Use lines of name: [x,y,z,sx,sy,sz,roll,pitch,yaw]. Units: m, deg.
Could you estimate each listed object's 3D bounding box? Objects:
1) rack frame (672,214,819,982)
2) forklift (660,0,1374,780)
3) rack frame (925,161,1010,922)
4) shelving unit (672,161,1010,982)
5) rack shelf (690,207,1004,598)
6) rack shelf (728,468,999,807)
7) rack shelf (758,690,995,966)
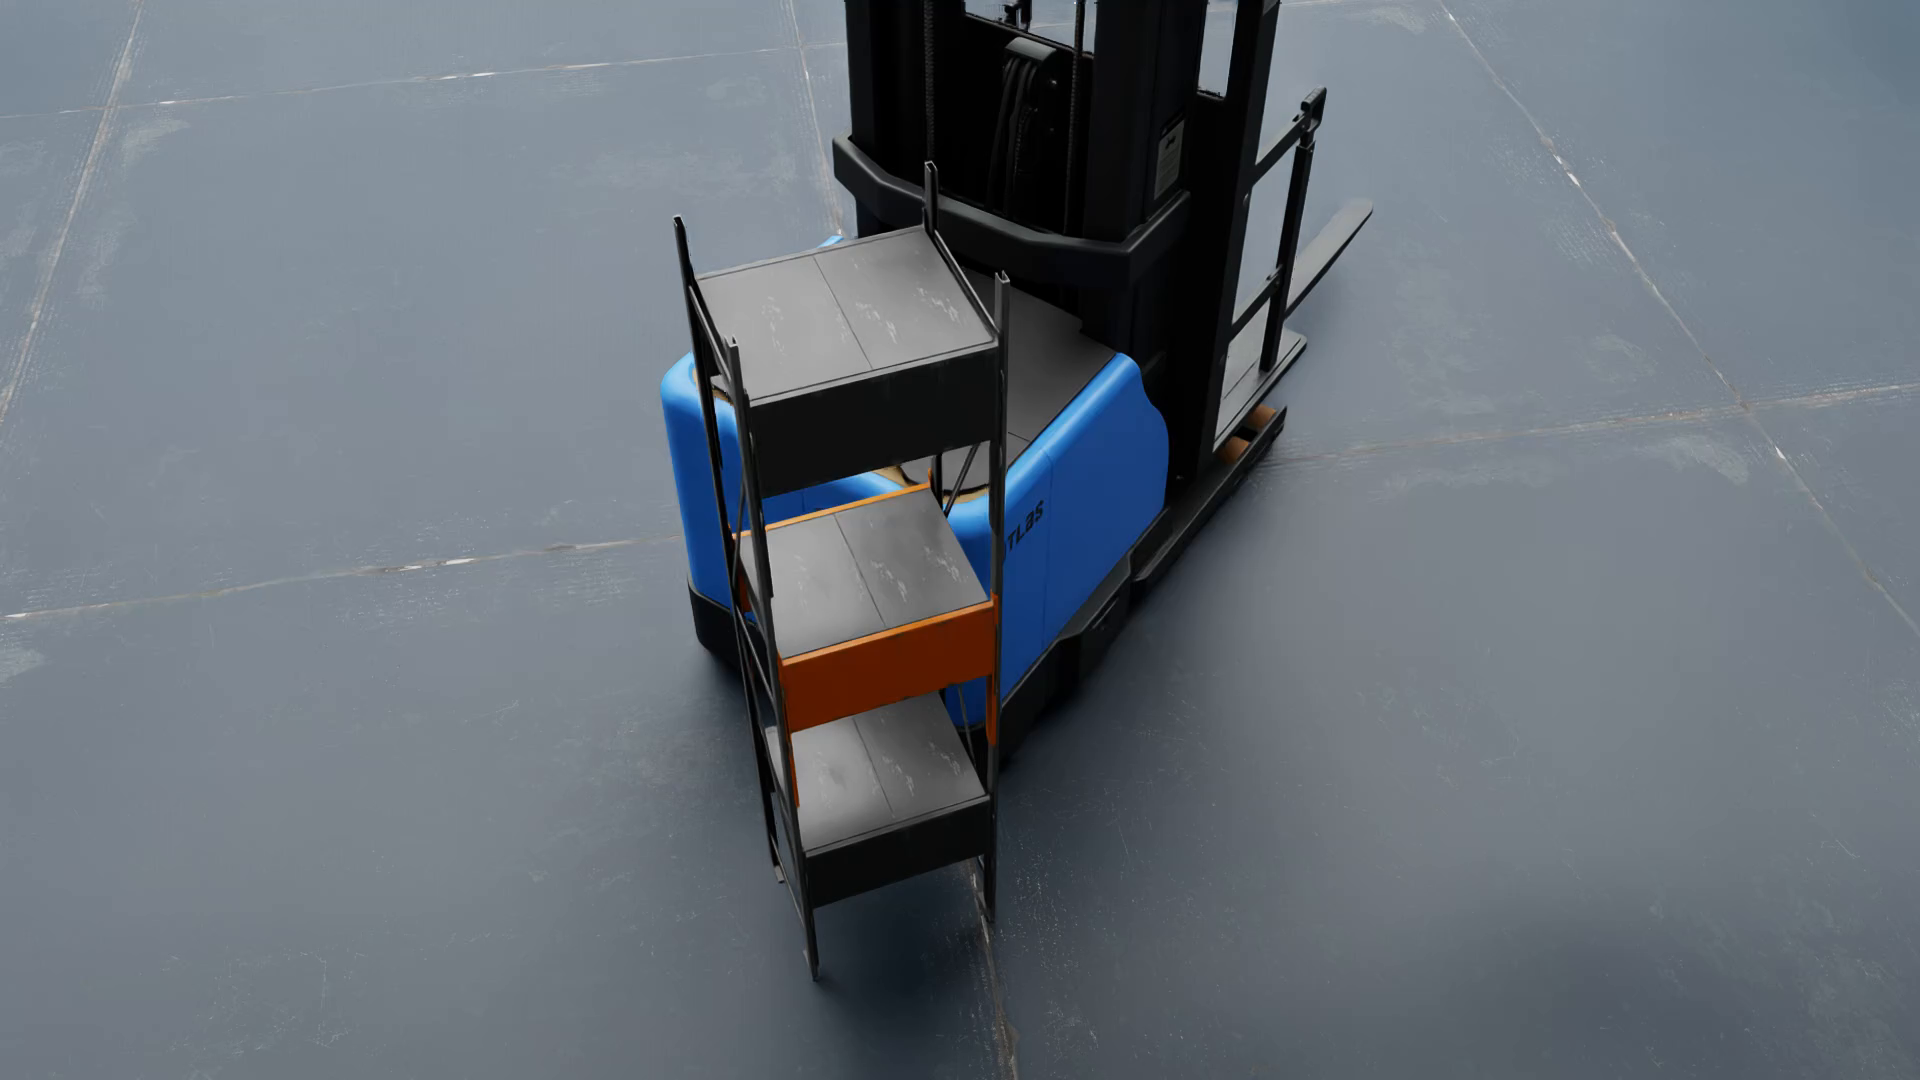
rack frame: [-0.444,0.272,3.654,0.015,2.100,0.400,-15,48,-14]
forklift: [0.445,-1.374,4.662,1.130,2.935,3.031,26,51,23]
rack frame: [0.013,0.147,3.772,0.015,2.100,0.400,-15,48,-14]
shelving unit: [-0.216,0.209,3.713,0.503,2.100,0.431,-15,48,-14]
rack shelf: [-0.217,-0.267,3.219,0.480,0.518,0.431,-15,48,-14]
rack shelf: [-0.216,0.219,3.723,0.480,0.518,0.431,-15,48,-14]
rack shelf: [-0.214,0.704,4.227,0.480,0.518,0.431,-15,48,-14]
